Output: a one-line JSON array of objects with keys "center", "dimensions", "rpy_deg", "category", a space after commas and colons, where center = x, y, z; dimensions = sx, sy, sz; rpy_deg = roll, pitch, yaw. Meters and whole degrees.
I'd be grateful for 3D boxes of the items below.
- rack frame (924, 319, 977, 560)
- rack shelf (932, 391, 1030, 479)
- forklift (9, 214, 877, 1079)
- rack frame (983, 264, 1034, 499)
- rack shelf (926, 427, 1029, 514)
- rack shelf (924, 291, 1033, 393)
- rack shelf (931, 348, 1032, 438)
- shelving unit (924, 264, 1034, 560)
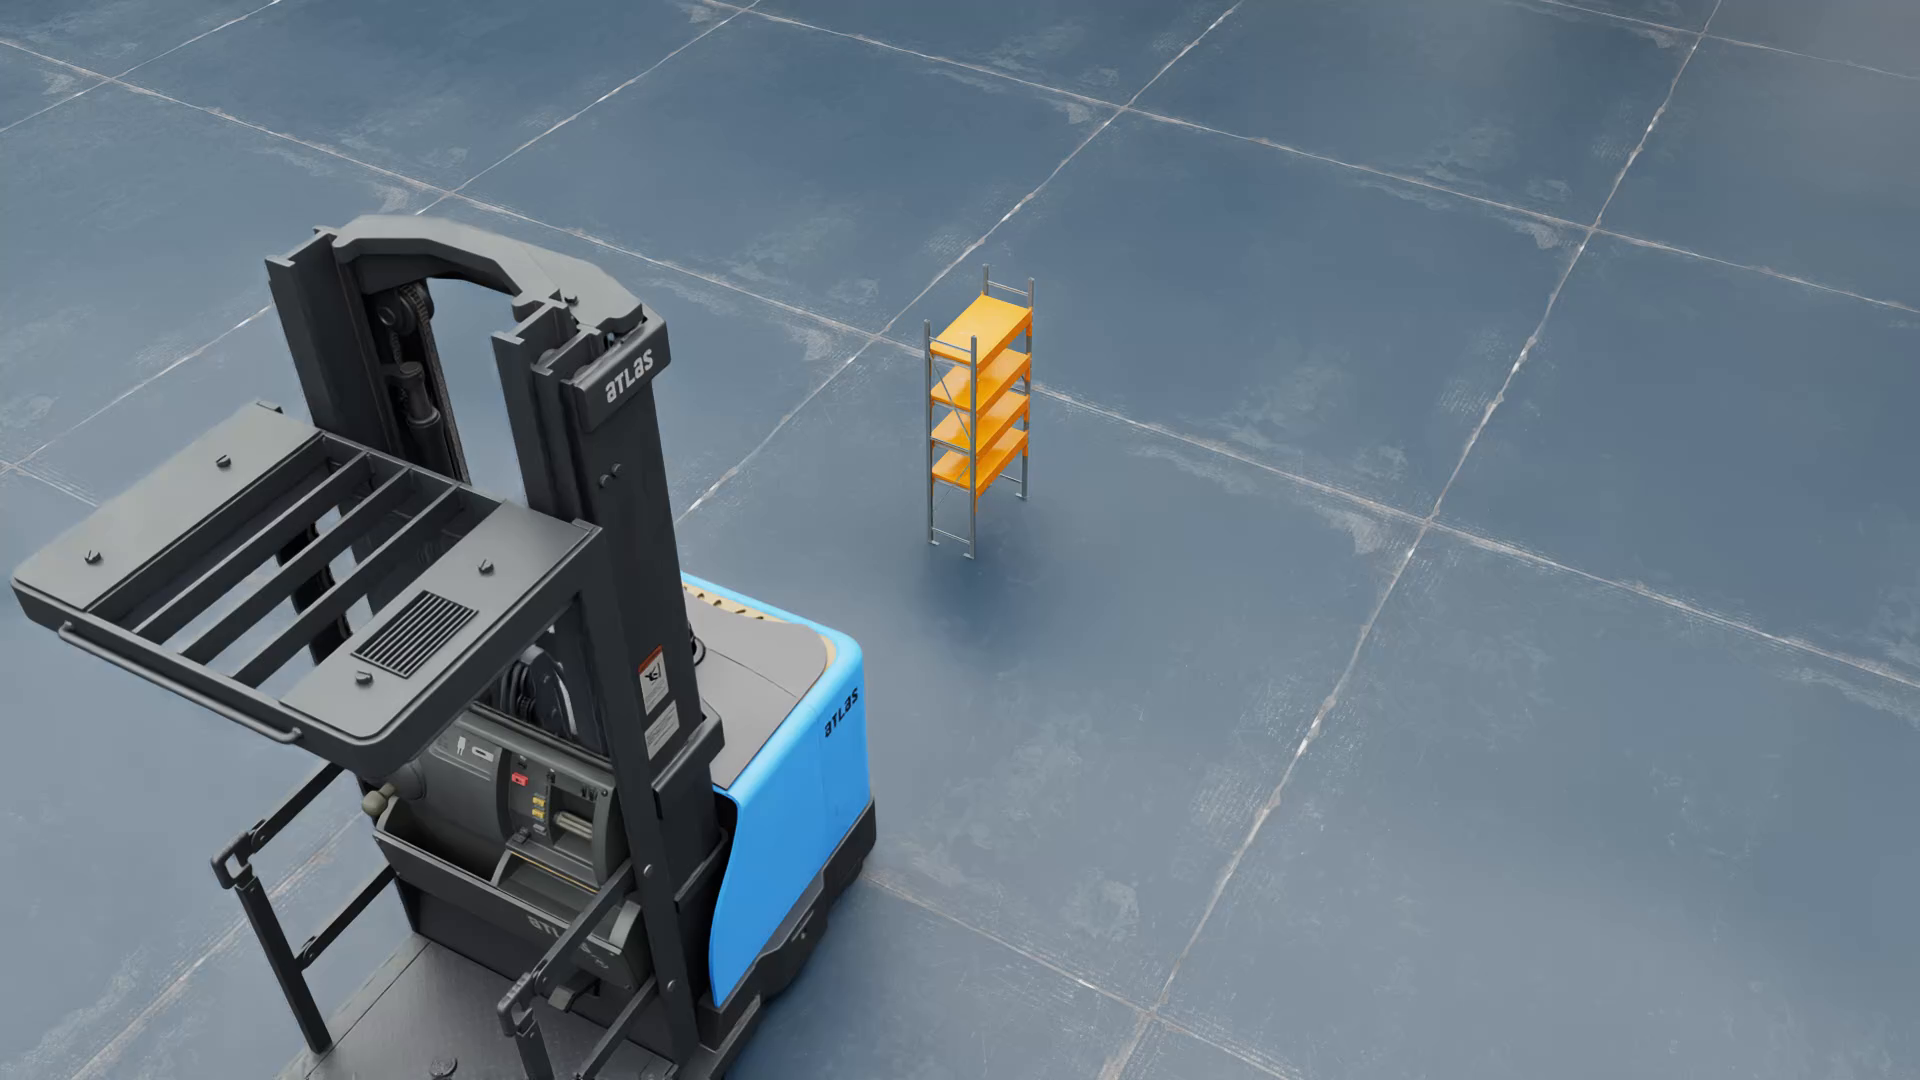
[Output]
[{"center": [-0.039, -0.405, 7.118], "dimensions": [0.240, 1.200, 0.015], "rpy_deg": [21, 45, 22], "category": "rack frame"}, {"center": [0.083, -0.495, 7.321], "dimensions": [0.258, 0.148, 0.480], "rpy_deg": [21, 45, 22], "category": "rack shelf"}, {"center": [-1.444, 0.754, 4.491], "dimensions": [1.130, 2.935, 3.031], "rpy_deg": [19, 45, 20], "category": "forklift"}, {"center": [0.205, -0.685, 7.435], "dimensions": [0.240, 1.200, 0.015], "rpy_deg": [21, 45, 22], "category": "rack frame"}, {"center": [0.083, -0.345, 7.452], "dimensions": [0.258, 0.148, 0.480], "rpy_deg": [21, 45, 22], "category": "rack shelf"}, {"center": [0.083, -0.840, 7.017], "dimensions": [0.258, 0.148, 0.480], "rpy_deg": [21, 45, 22], "category": "rack shelf"}, {"center": [0.083, -0.662, 7.173], "dimensions": [0.258, 0.148, 0.480], "rpy_deg": [21, 45, 22], "category": "rack shelf"}, {"center": [0.083, -0.545, 7.277], "dimensions": [0.258, 1.200, 0.503], "rpy_deg": [21, 45, 22], "category": "shelving unit"}]
